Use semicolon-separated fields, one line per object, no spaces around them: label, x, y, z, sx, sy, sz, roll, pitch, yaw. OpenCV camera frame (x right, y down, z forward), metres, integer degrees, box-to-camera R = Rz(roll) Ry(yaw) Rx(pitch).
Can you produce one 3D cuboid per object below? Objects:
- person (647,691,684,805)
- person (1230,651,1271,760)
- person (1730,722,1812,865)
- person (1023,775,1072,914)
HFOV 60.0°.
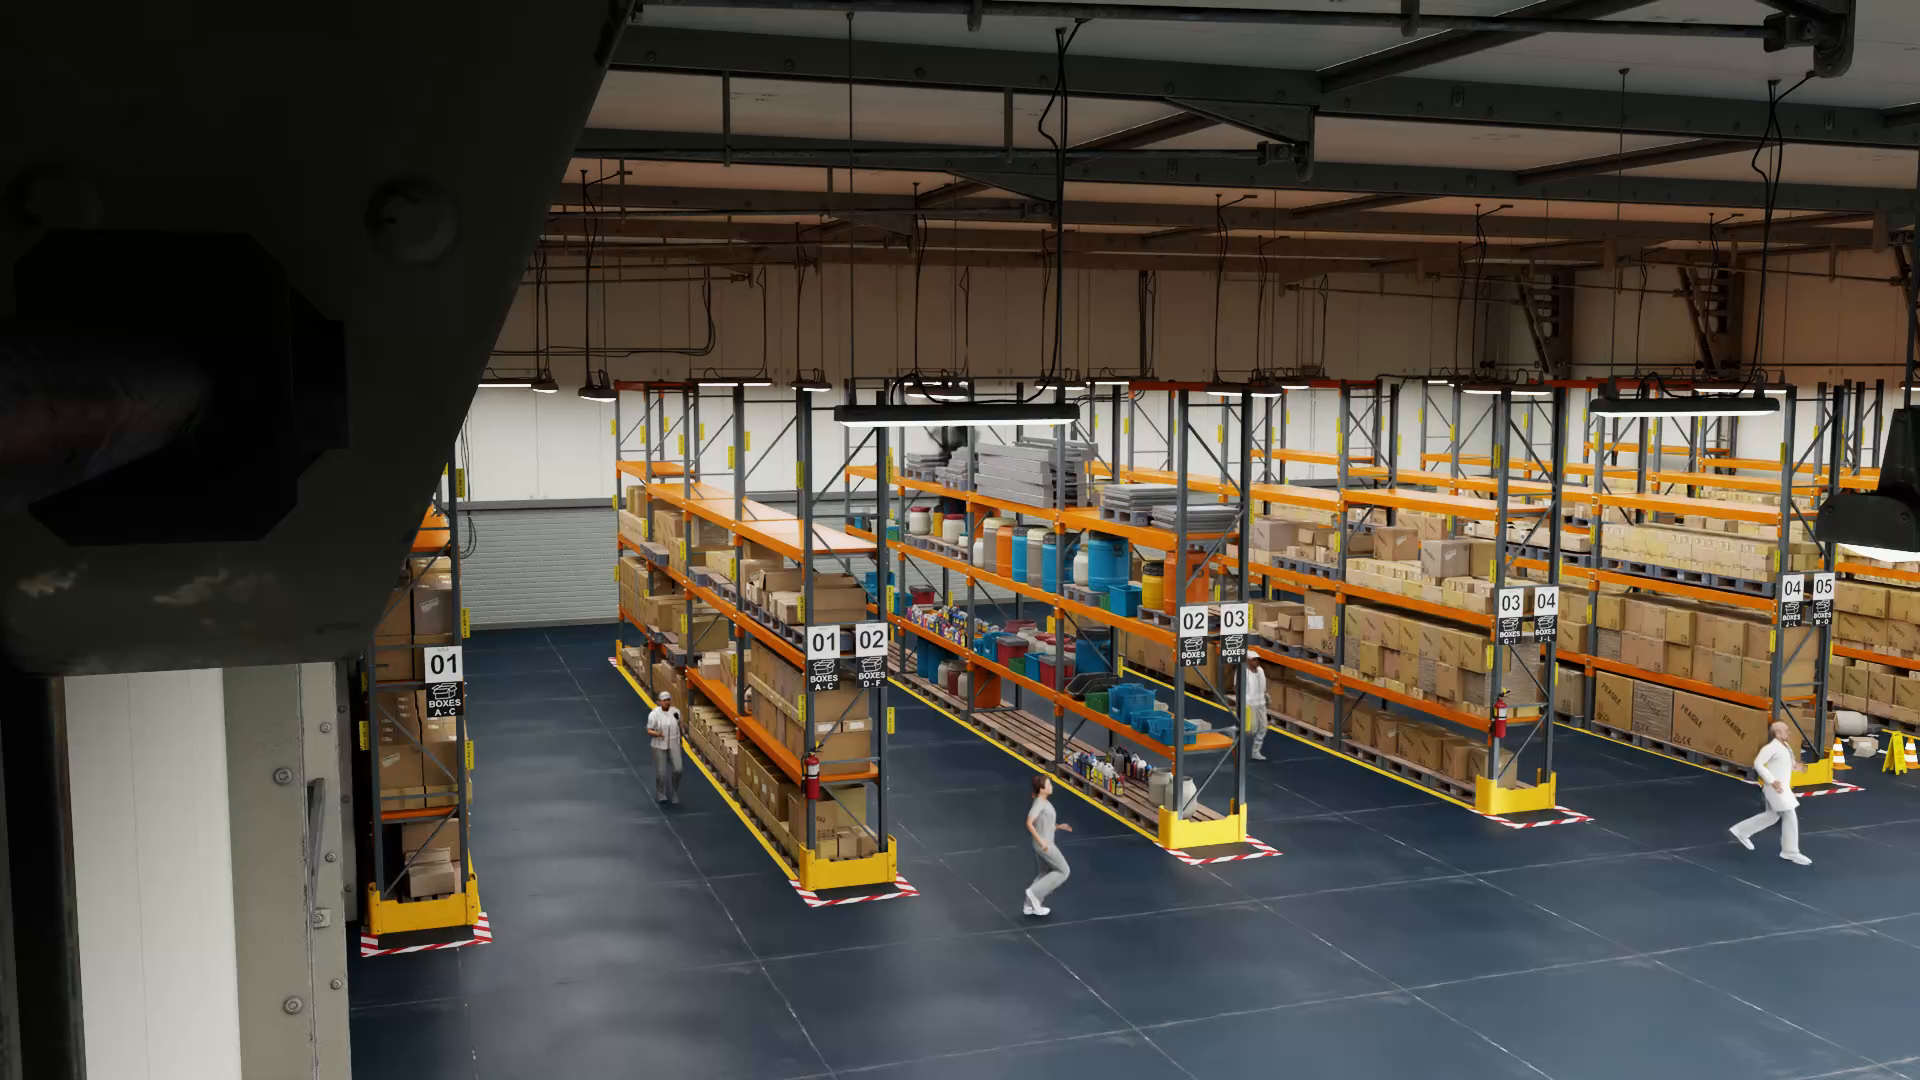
person;-4.199;2.994;23.892;0.571;1.660;0.665;-2;6;-21
person;4.692;2.645;26.741;0.681;1.748;0.735;-4;7;-33
person;10.411;3.201;21.288;0.972;1.792;0.693;3;7;28
person;1.009;3.500;19.072;0.564;1.630;0.558;0;6;0
